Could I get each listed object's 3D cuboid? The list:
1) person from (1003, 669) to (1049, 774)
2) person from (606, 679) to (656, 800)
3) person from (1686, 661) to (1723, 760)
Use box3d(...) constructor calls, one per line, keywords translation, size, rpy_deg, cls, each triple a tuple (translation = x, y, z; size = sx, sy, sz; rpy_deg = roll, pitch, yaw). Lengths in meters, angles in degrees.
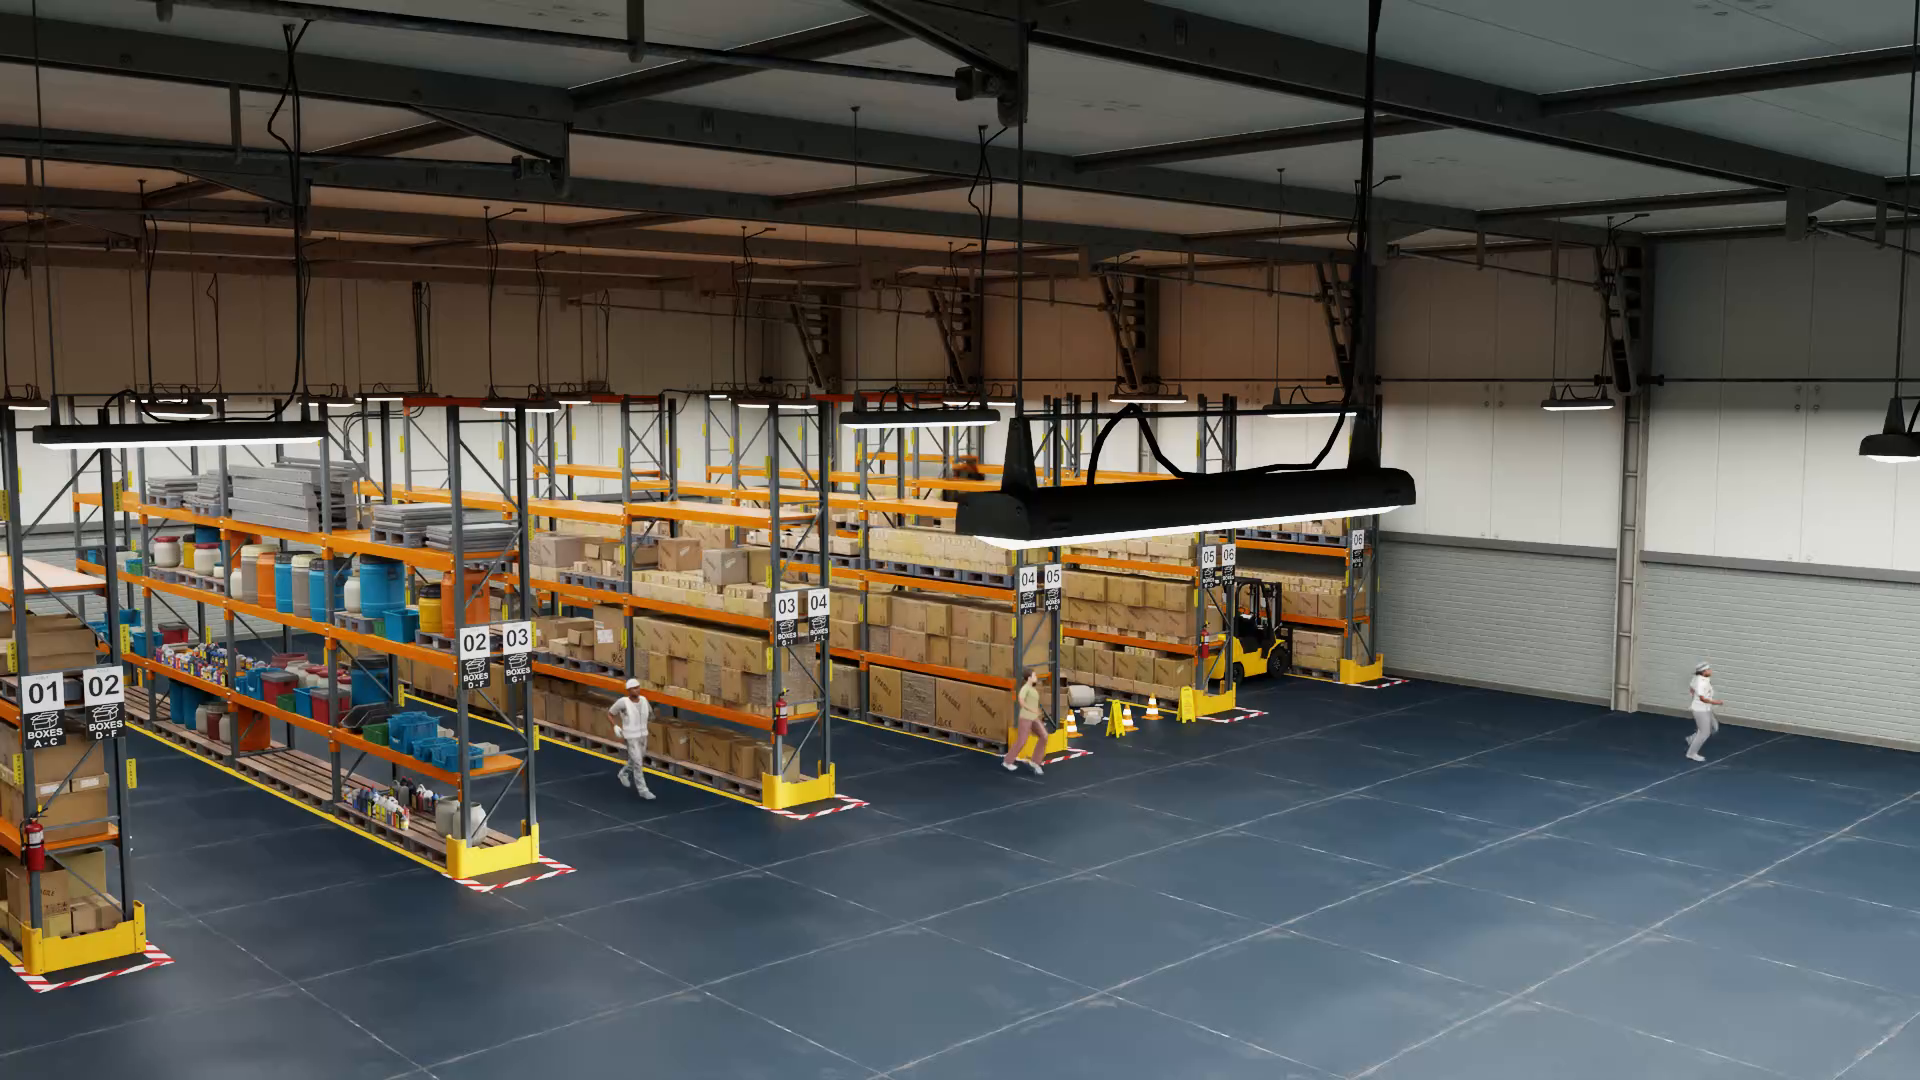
box3d(translation=(1.094, 2.917, 26.907), size=(0.698, 1.682, 0.642), rpy_deg=(3, 6, 25), cls="person")
box3d(translation=(-4.927, 2.980, 25.203), size=(1.001, 1.767, 0.687), rpy_deg=(4, 7, 38), cls="person")
box3d(translation=(12.389, 2.829, 27.639), size=(0.528, 1.671, 0.624), rpy_deg=(2, 6, 22), cls="person")
